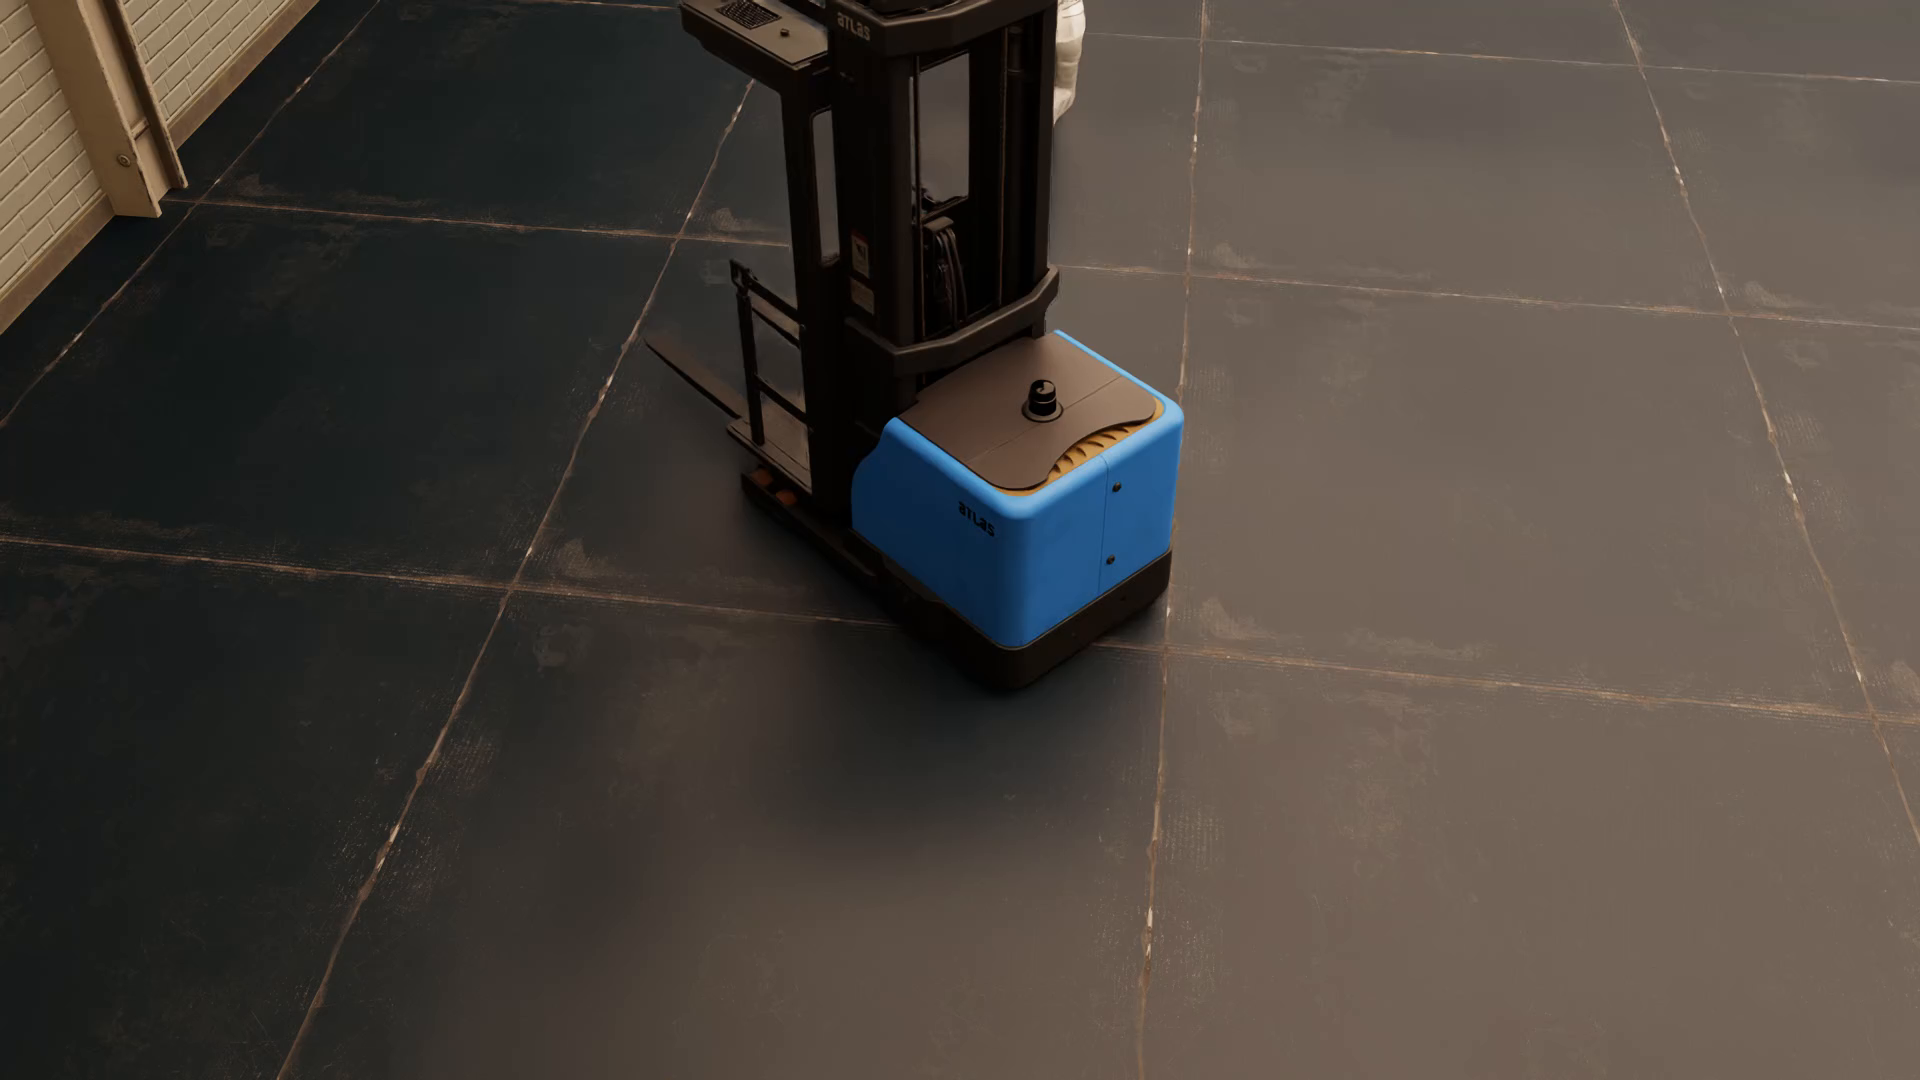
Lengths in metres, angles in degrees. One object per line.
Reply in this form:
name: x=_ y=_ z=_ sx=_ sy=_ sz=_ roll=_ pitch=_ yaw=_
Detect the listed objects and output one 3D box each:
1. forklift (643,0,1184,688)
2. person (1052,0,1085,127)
forklift: x=-0.406 y=-1.363 z=7.208 sx=1.130 sy=2.935 sz=3.031 roll=-31 pitch=51 yaw=-29
person: x=0.455 y=-3.175 z=10.353 sx=0.660 sy=1.433 sz=0.915 roll=-3 pitch=43 yaw=-3
